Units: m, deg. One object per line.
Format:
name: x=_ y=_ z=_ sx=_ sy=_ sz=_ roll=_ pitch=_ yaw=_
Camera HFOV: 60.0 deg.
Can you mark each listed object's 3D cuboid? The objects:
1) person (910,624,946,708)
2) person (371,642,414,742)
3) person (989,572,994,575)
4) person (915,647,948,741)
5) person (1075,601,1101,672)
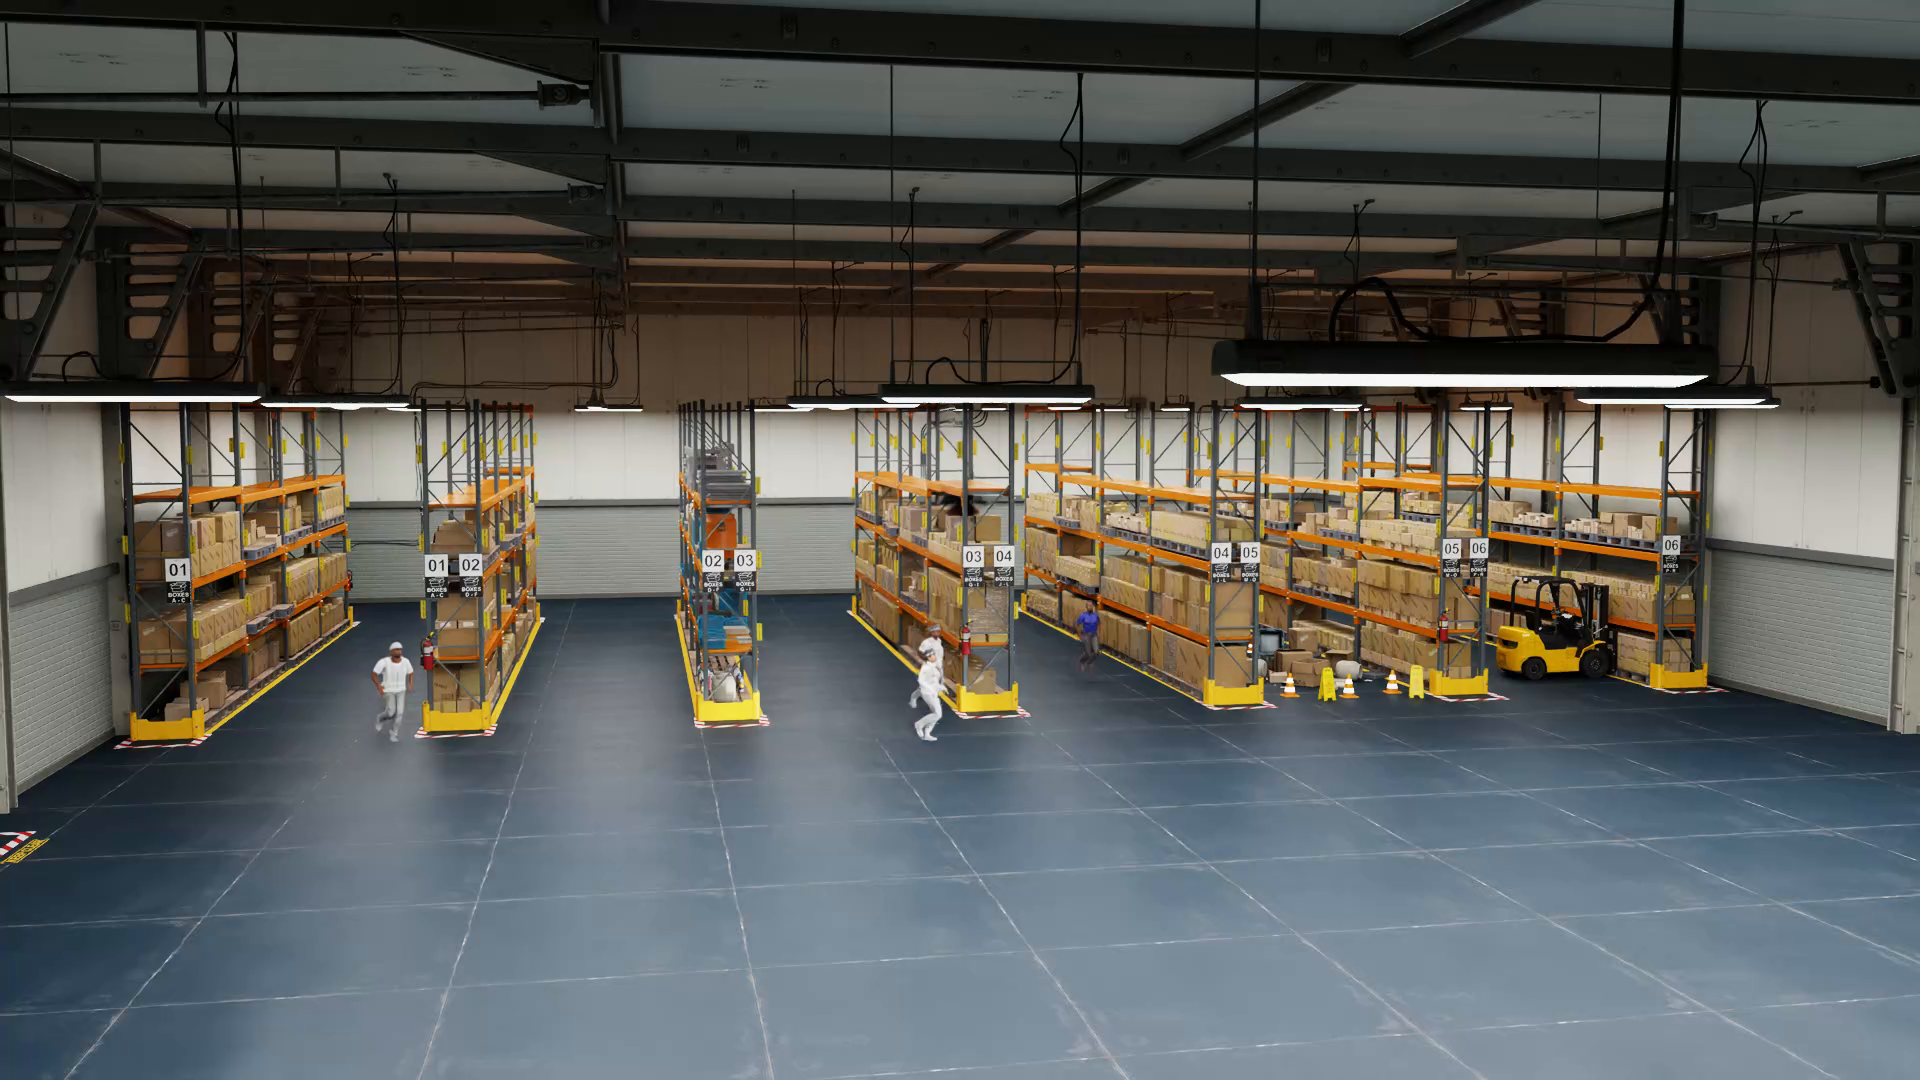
person: x=-0.507 y=2.396 z=31.497 sx=0.642 sy=1.612 sz=0.837 roll=-3 pitch=5 yaw=-35
person: x=-10.008 y=2.672 z=29.407 sx=0.730 sy=1.751 sz=0.595 roll=-4 pitch=6 yaw=-43
person: x=1.087 y=1.373 z=45.996 sx=0.672 sy=1.799 sz=0.965 roll=0 pitch=4 yaw=-5
person: x=-0.510 y=2.696 z=29.146 sx=0.539 sy=1.651 sz=0.595 roll=1 pitch=4 yaw=12
person: x=2.800 y=2.091 z=35.820 sx=0.583 sy=1.547 sz=0.632 roll=-1 pitch=4 yaw=-16
